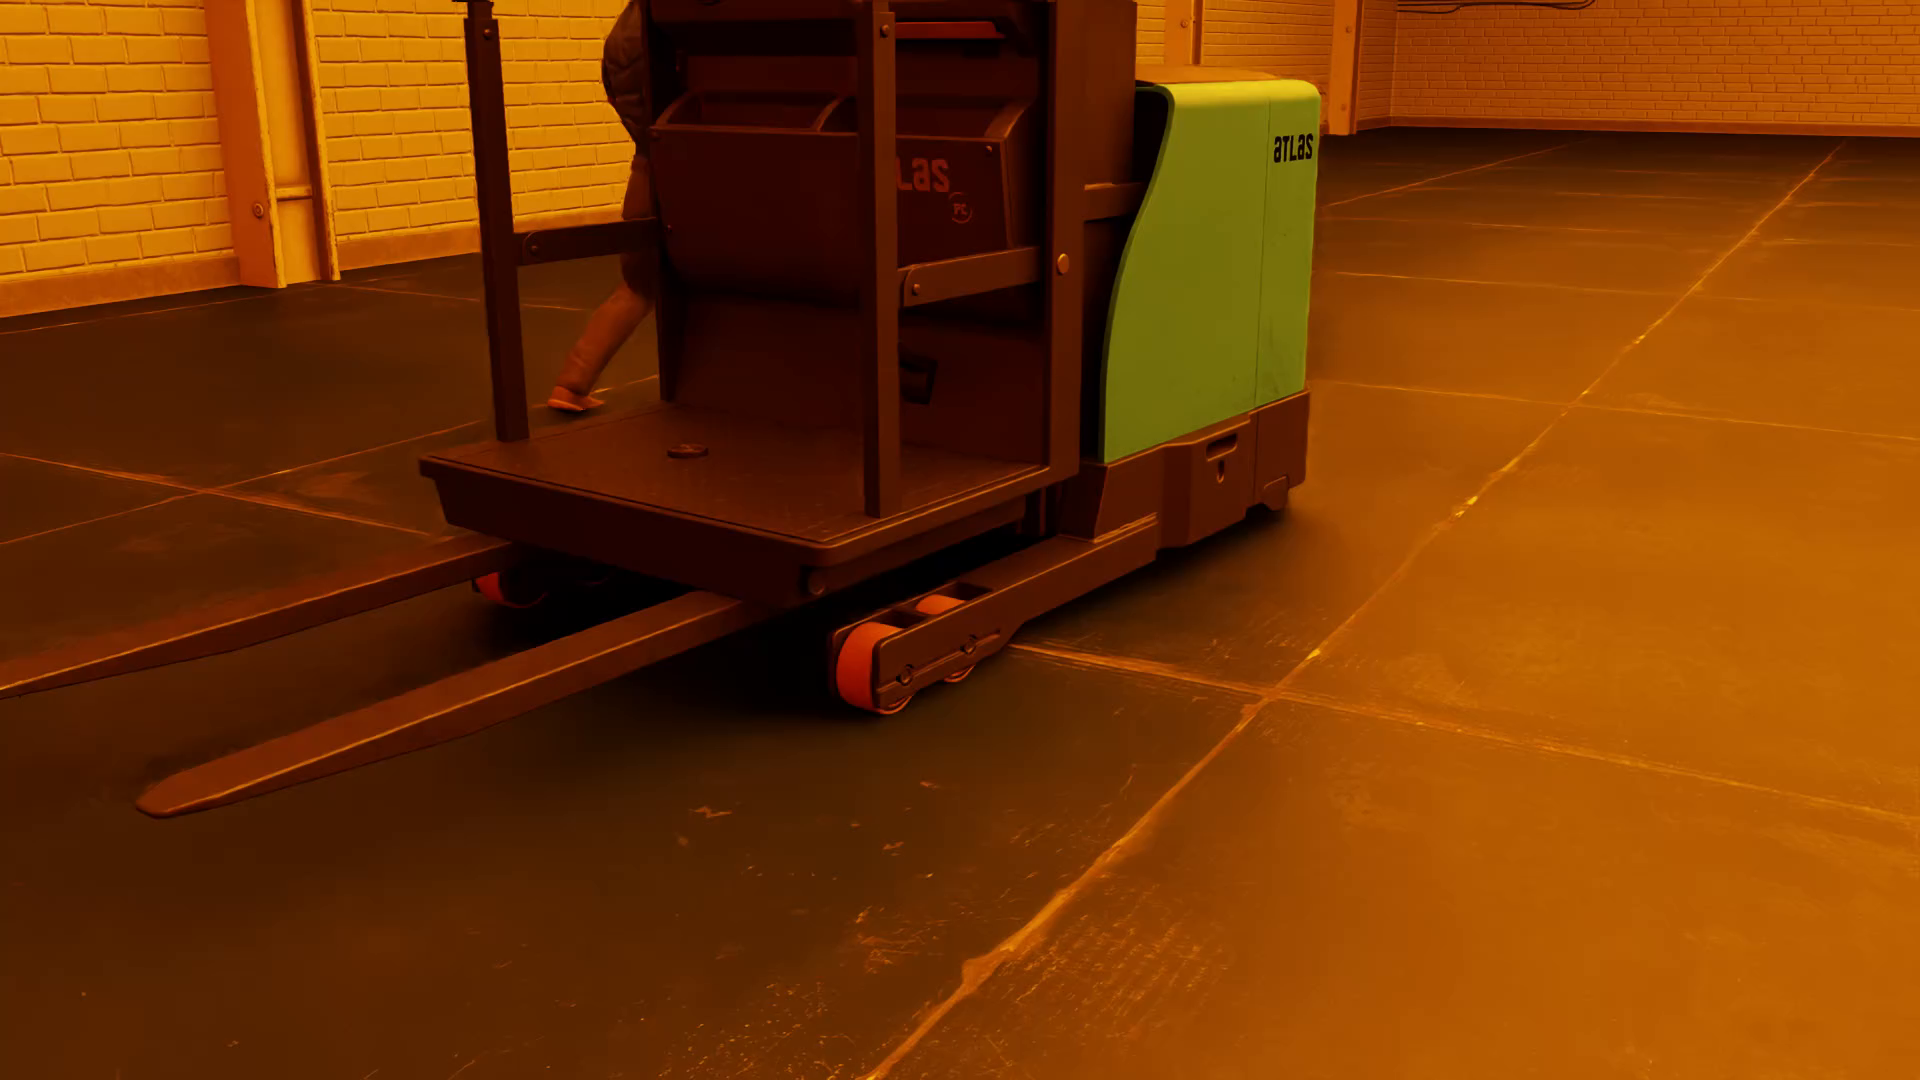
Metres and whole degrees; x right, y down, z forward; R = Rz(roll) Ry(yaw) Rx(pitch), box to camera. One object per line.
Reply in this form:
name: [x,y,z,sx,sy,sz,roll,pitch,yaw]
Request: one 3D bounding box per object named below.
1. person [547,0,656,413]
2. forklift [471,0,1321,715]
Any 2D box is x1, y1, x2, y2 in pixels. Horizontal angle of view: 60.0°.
person: [-0.878,-1.107,5.255,0.793,1.523,0.927,-12,20,-35]
forklift: [-0.379,-1.247,3.088,1.130,2.935,3.031,12,20,35]
